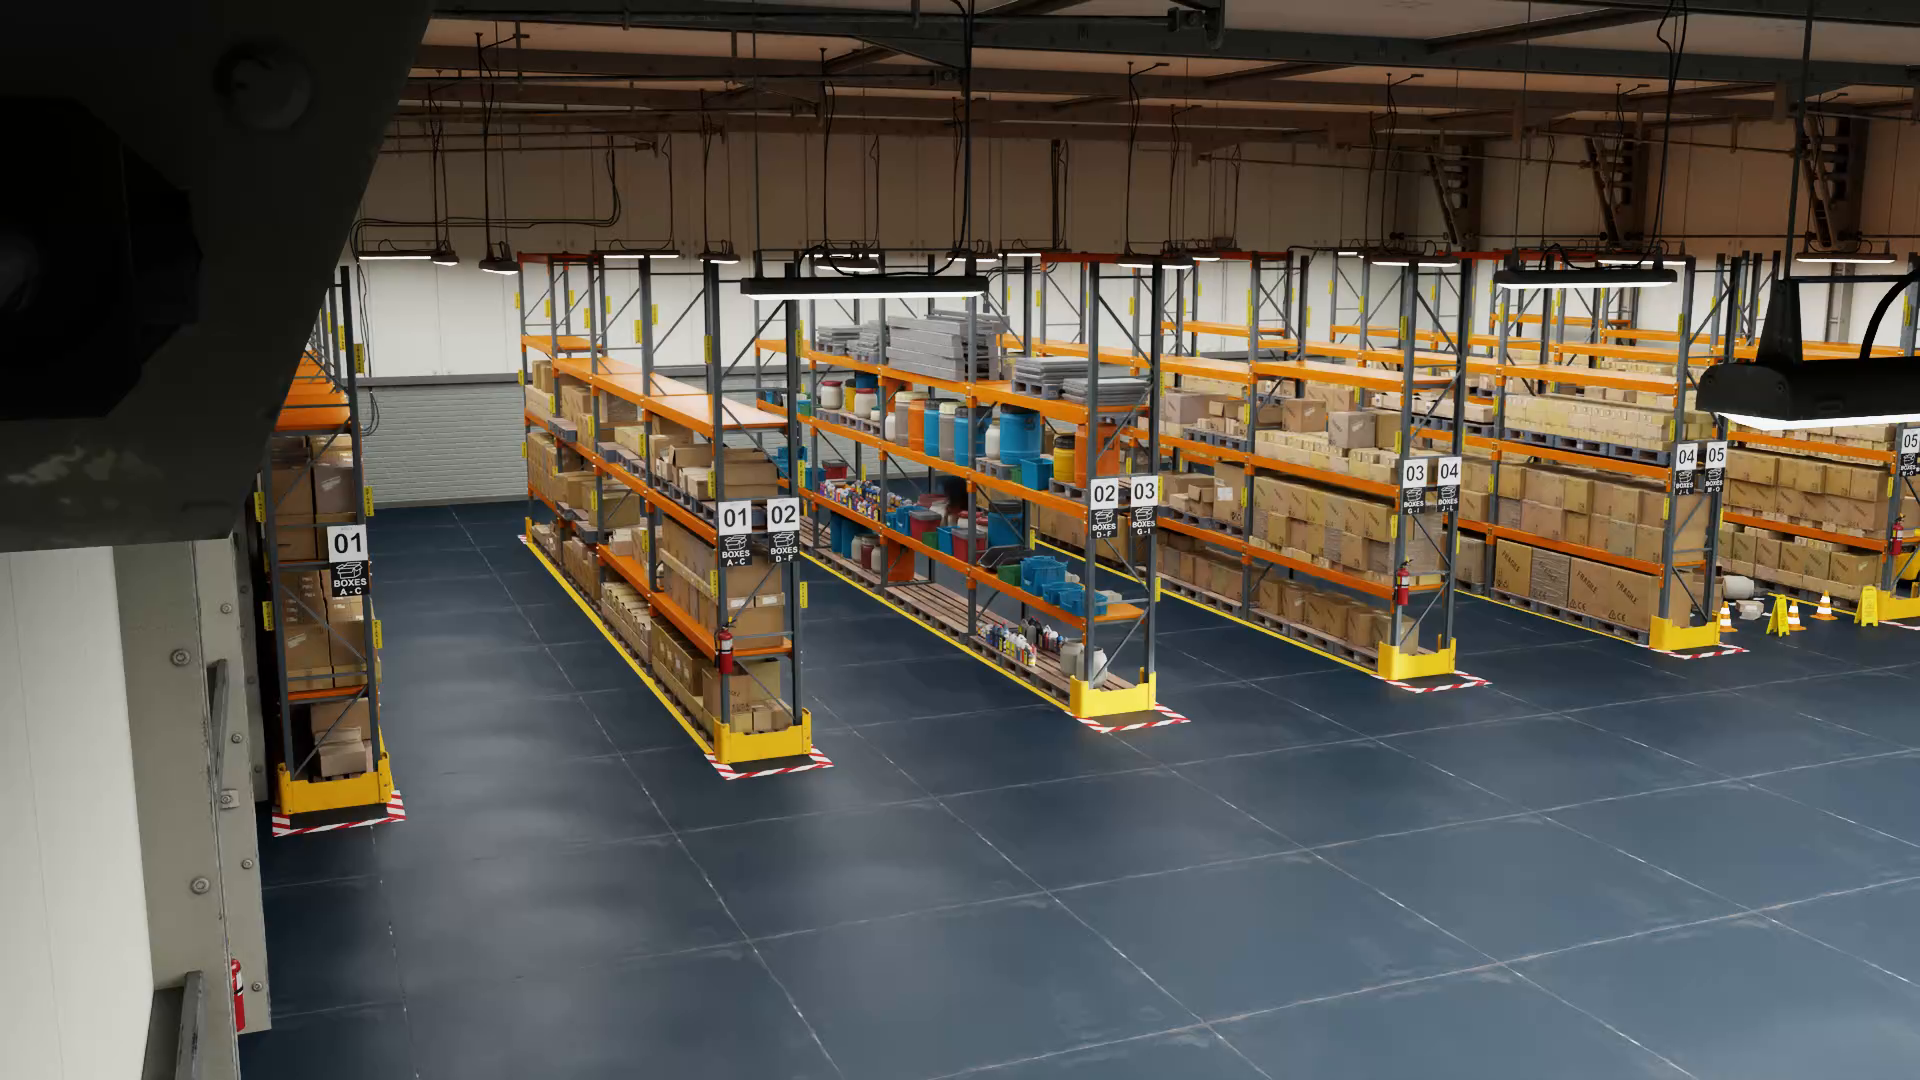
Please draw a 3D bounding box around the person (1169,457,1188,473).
[{"bbox_3d":[5.584,-2.173,41.996,0.777,1.709,0.741,-6,12,-30],"label":"person"}]
